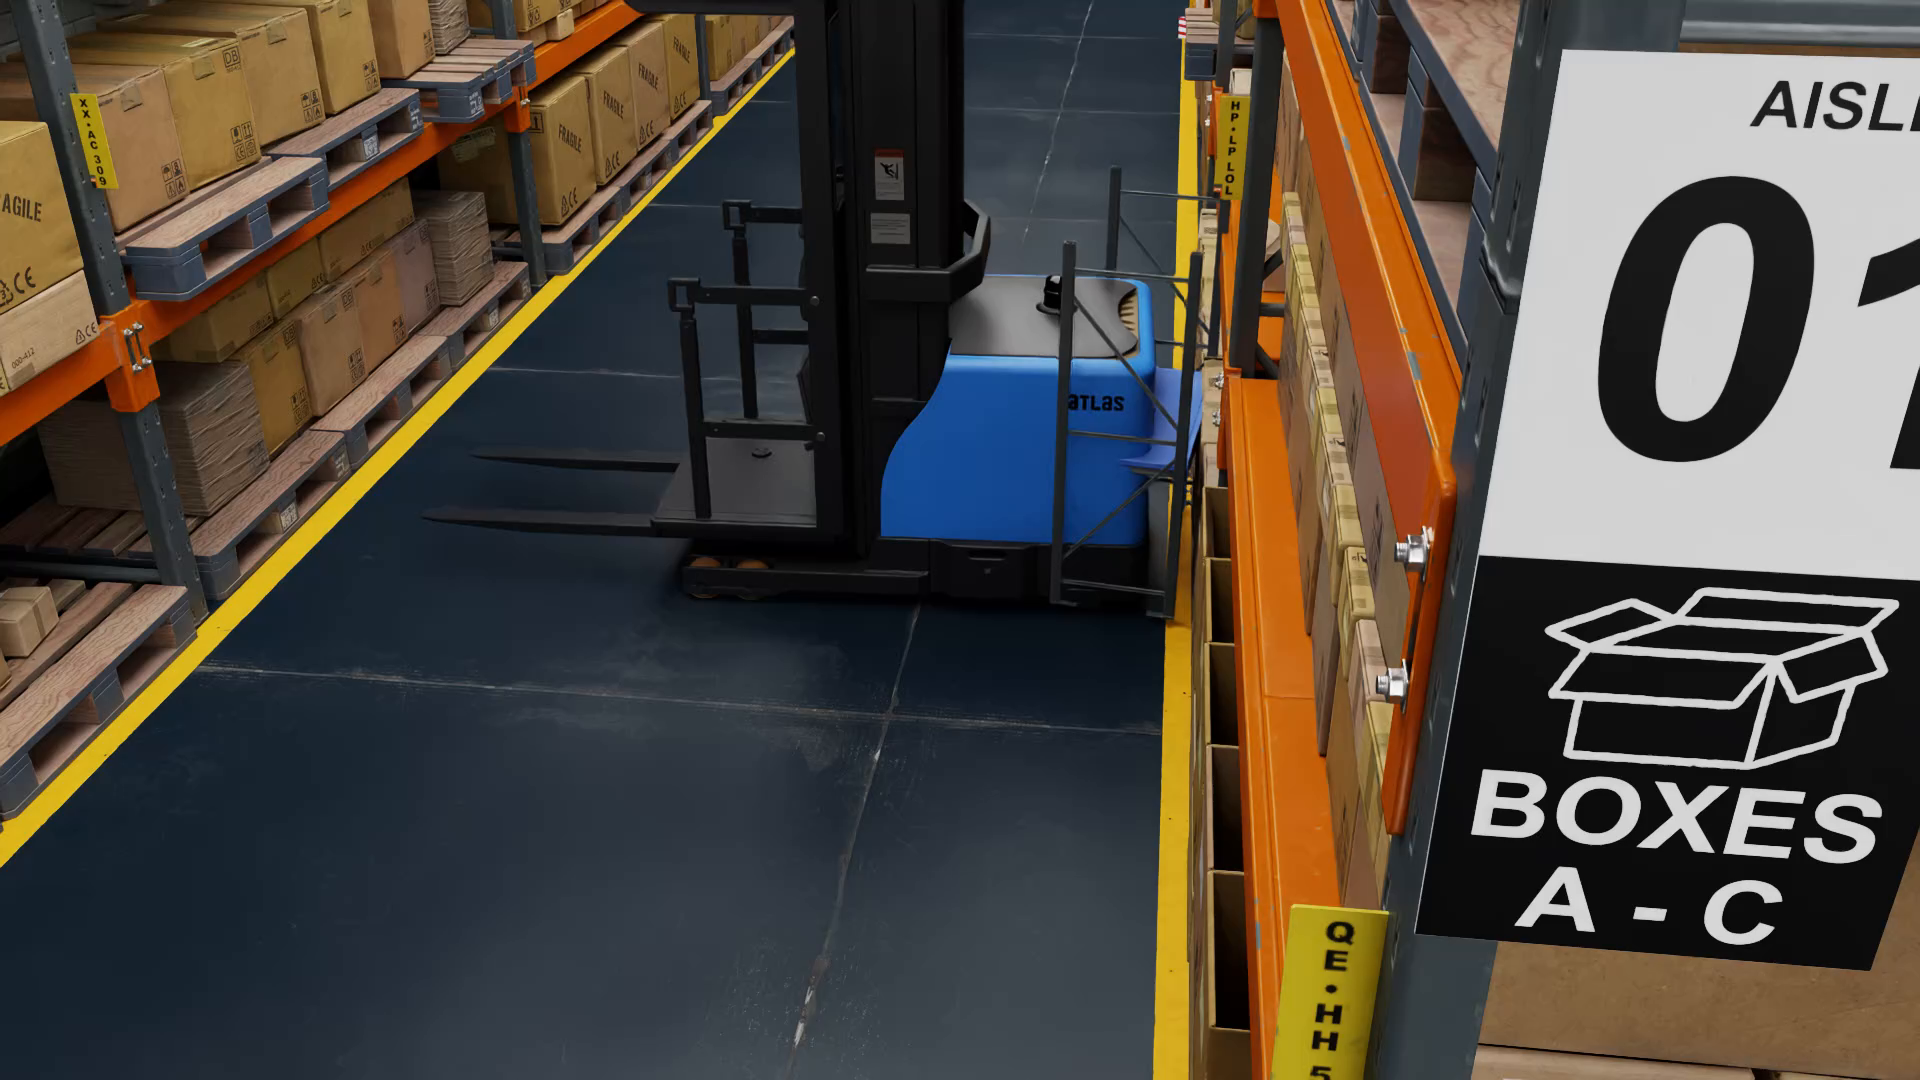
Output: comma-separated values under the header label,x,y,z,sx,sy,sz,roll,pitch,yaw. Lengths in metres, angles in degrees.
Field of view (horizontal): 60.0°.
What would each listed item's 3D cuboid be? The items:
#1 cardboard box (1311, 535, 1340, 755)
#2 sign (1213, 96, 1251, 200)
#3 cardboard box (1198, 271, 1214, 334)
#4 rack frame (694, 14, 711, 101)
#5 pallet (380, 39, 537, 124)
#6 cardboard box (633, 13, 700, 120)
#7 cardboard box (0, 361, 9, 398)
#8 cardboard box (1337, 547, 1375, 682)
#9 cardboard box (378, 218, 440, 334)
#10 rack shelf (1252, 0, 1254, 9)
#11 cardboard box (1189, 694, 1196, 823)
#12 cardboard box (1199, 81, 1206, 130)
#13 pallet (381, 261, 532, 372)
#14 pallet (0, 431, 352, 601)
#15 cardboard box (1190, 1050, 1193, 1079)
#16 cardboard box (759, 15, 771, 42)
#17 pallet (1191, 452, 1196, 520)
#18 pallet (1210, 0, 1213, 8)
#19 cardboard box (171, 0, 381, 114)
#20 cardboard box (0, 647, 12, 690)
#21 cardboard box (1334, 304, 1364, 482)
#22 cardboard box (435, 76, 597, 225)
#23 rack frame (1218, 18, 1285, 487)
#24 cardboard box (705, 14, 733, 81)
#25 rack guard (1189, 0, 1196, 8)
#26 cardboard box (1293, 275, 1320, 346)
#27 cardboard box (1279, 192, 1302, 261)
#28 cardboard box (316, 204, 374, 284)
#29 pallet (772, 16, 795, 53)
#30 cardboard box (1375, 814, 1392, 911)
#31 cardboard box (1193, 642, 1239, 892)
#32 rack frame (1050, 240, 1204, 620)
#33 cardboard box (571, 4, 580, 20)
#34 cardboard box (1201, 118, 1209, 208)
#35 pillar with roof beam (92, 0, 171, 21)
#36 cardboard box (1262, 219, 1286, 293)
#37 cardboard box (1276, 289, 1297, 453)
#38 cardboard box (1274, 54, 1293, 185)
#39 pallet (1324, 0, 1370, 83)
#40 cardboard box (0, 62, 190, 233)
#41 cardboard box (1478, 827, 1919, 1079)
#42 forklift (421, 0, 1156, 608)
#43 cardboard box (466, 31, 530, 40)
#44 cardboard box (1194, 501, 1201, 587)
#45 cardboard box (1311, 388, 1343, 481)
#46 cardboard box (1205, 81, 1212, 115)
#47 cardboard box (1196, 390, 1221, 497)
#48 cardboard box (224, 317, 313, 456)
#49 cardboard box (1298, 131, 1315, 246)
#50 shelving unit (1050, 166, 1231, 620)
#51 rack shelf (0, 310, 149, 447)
label,x,y,z,sx,sy,sz,roll,pitch,yaw
cardboard box,1.165,0.161,3.683,0.700,0.500,0.500,4,29,8
sign,0.859,-1.232,5.236,0.100,0.325,0.005,3,28,6
cardboard box,1.412,-1.117,8.026,0.500,0.311,0.500,3,28,5
rack frame,-2.538,-4.782,12.963,1.000,3.000,0.127,3,28,6
pallet,-3.010,-2.473,8.880,1.213,0.211,1.003,3,28,6
cardboard box,-2.489,-3.707,12.792,0.750,0.750,0.750,4,29,7
cardboard box,-3.345,-0.484,5.123,0.500,0.250,0.500,3,29,6
cardboard box,0.893,0.147,3.025,0.380,0.149,0.250,4,29,8
cardboard box,-3.243,-1.414,8.885,0.700,0.500,0.500,3,28,6
rack shelf,1.643,-2.675,6.649,1.077,0.370,4.000,3,28,6
cardboard box,0.974,0.731,5.186,0.500,0.250,0.500,3,28,6
cardboard box,2.078,-3.375,12.524,0.500,0.500,0.500,2,28,4
pallet,-3.126,-1.304,9.447,1.003,0.211,1.213,3,28,6
pallet,-3.424,-0.155,7.315,1.003,0.211,1.213,3,28,6
cardboard box,0.790,1.437,3.876,0.500,0.250,0.500,3,28,6
cardboard box,-2.157,-4.941,15.452,0.700,0.500,0.500,2,28,5
pallet,1.597,-0.427,7.821,1.003,0.211,1.213,3,28,6
pallet,2.122,-3.444,10.682,1.003,0.211,1.213,3,28,6
cardboard box,-3.207,-2.327,7.838,0.700,0.500,0.500,3,28,6
cardboard box,-3.606,0.382,5.551,0.500,0.500,0.500,1,28,2
cardboard box,1.166,-0.427,3.407,0.700,0.500,0.500,3,28,6
cardboard box,-2.808,-2.476,10.507,0.750,0.750,0.750,3,28,6
rack frame,1.398,-0.730,5.442,1.000,3.000,0.127,3,28,6
cardboard box,-2.345,-4.212,14.099,0.700,0.500,0.500,4,29,7
rack guard,2.859,-5.242,16.454,1.175,0.500,0.348,3,28,6
cardboard box,1.082,-0.581,4.377,0.380,0.149,0.250,3,28,6
cardboard box,1.173,-0.944,5.051,0.380,0.149,0.250,3,28,6
cardboard box,-3.255,-1.473,8.203,0.500,0.250,0.500,3,28,6
pallet,-2.068,-5.056,16.413,1.003,0.211,1.213,3,28,6
cardboard box,0.797,0.509,2.353,0.380,0.149,0.250,4,29,7
cardboard box,0.908,0.636,4.572,0.500,0.500,0.500,3,28,6
rack frame,0.611,-0.382,6.286,0.500,1.500,0.032,7,29,12
cardboard box,-2.670,-3.425,10.689,0.380,0.149,0.250,4,29,7
cardboard box,1.834,-2.403,10.720,0.500,0.500,0.500,2,28,4
pillar with roof beam,0.226,-4.728,6.539,9.100,9.000,0.400,3,28,6
cardboard box,1.324,-1.095,6.262,0.396,0.266,0.258,3,28,5
cardboard box,1.350,-0.565,5.030,0.700,0.500,0.500,3,28,5
cardboard box,1.699,-1.866,7.446,0.500,0.500,0.500,2,28,3
pallet,1.168,-1.036,2.941,1.003,0.211,1.213,3,28,6
cardboard box,-3.422,-1.491,6.286,0.700,0.500,0.500,3,29,6
cardboard box,0.985,0.294,2.069,0.700,0.500,0.500,3,29,6
forklift,-0.723,-1.290,6.554,3.031,2.935,1.130,2,28,4
cardboard box,-2.758,-2.939,9.786,0.380,0.149,0.250,3,28,5
cardboard box,1.162,0.084,6.388,0.500,0.250,0.500,3,28,6
cardboard box,0.987,-0.215,3.697,0.380,0.149,0.250,3,28,6
cardboard box,1.894,-2.999,11.034,0.500,0.250,0.500,3,28,5
cardboard box,1.221,-0.404,6.702,0.500,0.311,0.500,4,29,8
cardboard box,-3.431,-0.703,7.564,0.700,0.500,0.500,3,28,5
cardboard box,1.350,-1.136,4.722,0.700,0.500,0.500,3,29,6
shelving unit,0.736,-0.615,6.720,0.538,1.500,1.048,7,29,12
rack shelf,-3.763,0.242,4.397,1.077,0.370,4.000,3,28,6
